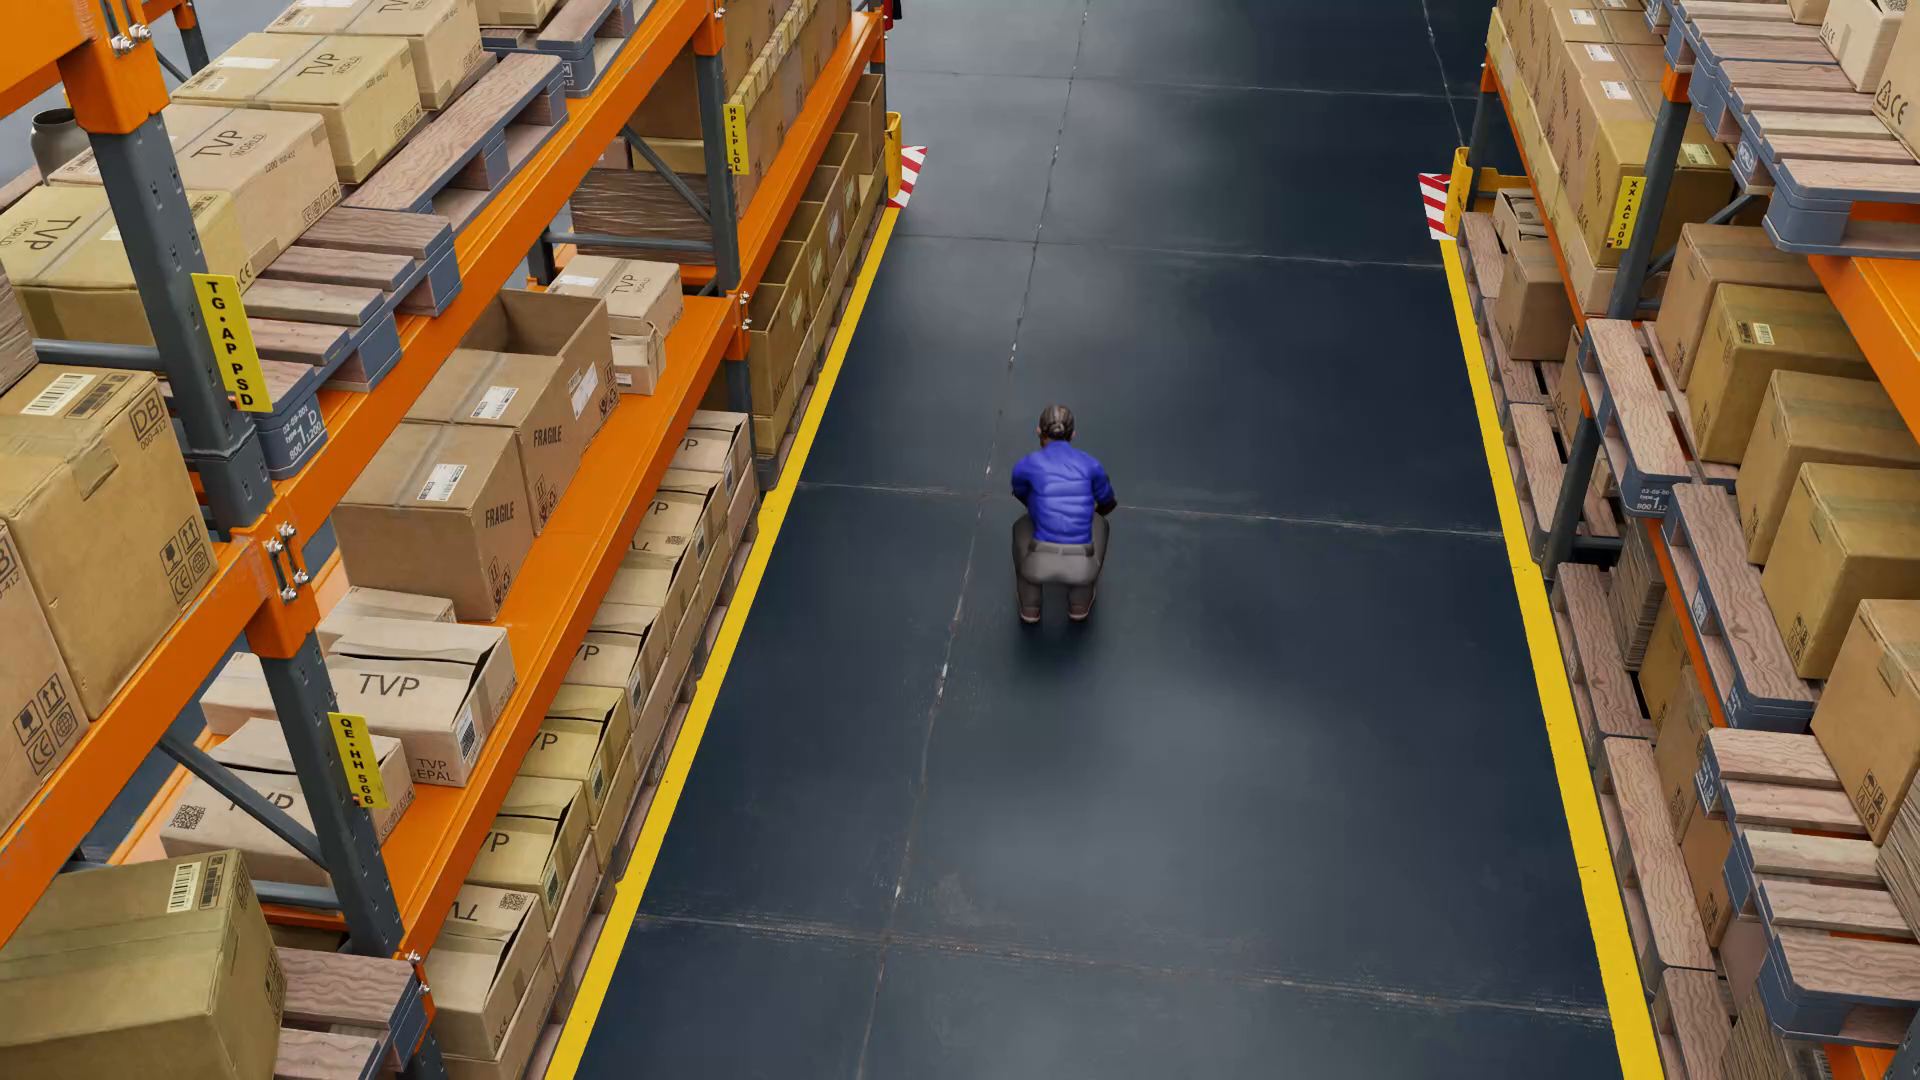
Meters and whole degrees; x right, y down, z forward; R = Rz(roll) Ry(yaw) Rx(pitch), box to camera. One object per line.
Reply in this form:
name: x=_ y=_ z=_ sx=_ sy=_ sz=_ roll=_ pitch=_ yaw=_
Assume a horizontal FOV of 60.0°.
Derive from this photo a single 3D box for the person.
person: x=0.485 y=-0.122 z=7.843 sx=0.504 sy=0.922 sz=0.812 roll=4 pitch=37 yaw=6
